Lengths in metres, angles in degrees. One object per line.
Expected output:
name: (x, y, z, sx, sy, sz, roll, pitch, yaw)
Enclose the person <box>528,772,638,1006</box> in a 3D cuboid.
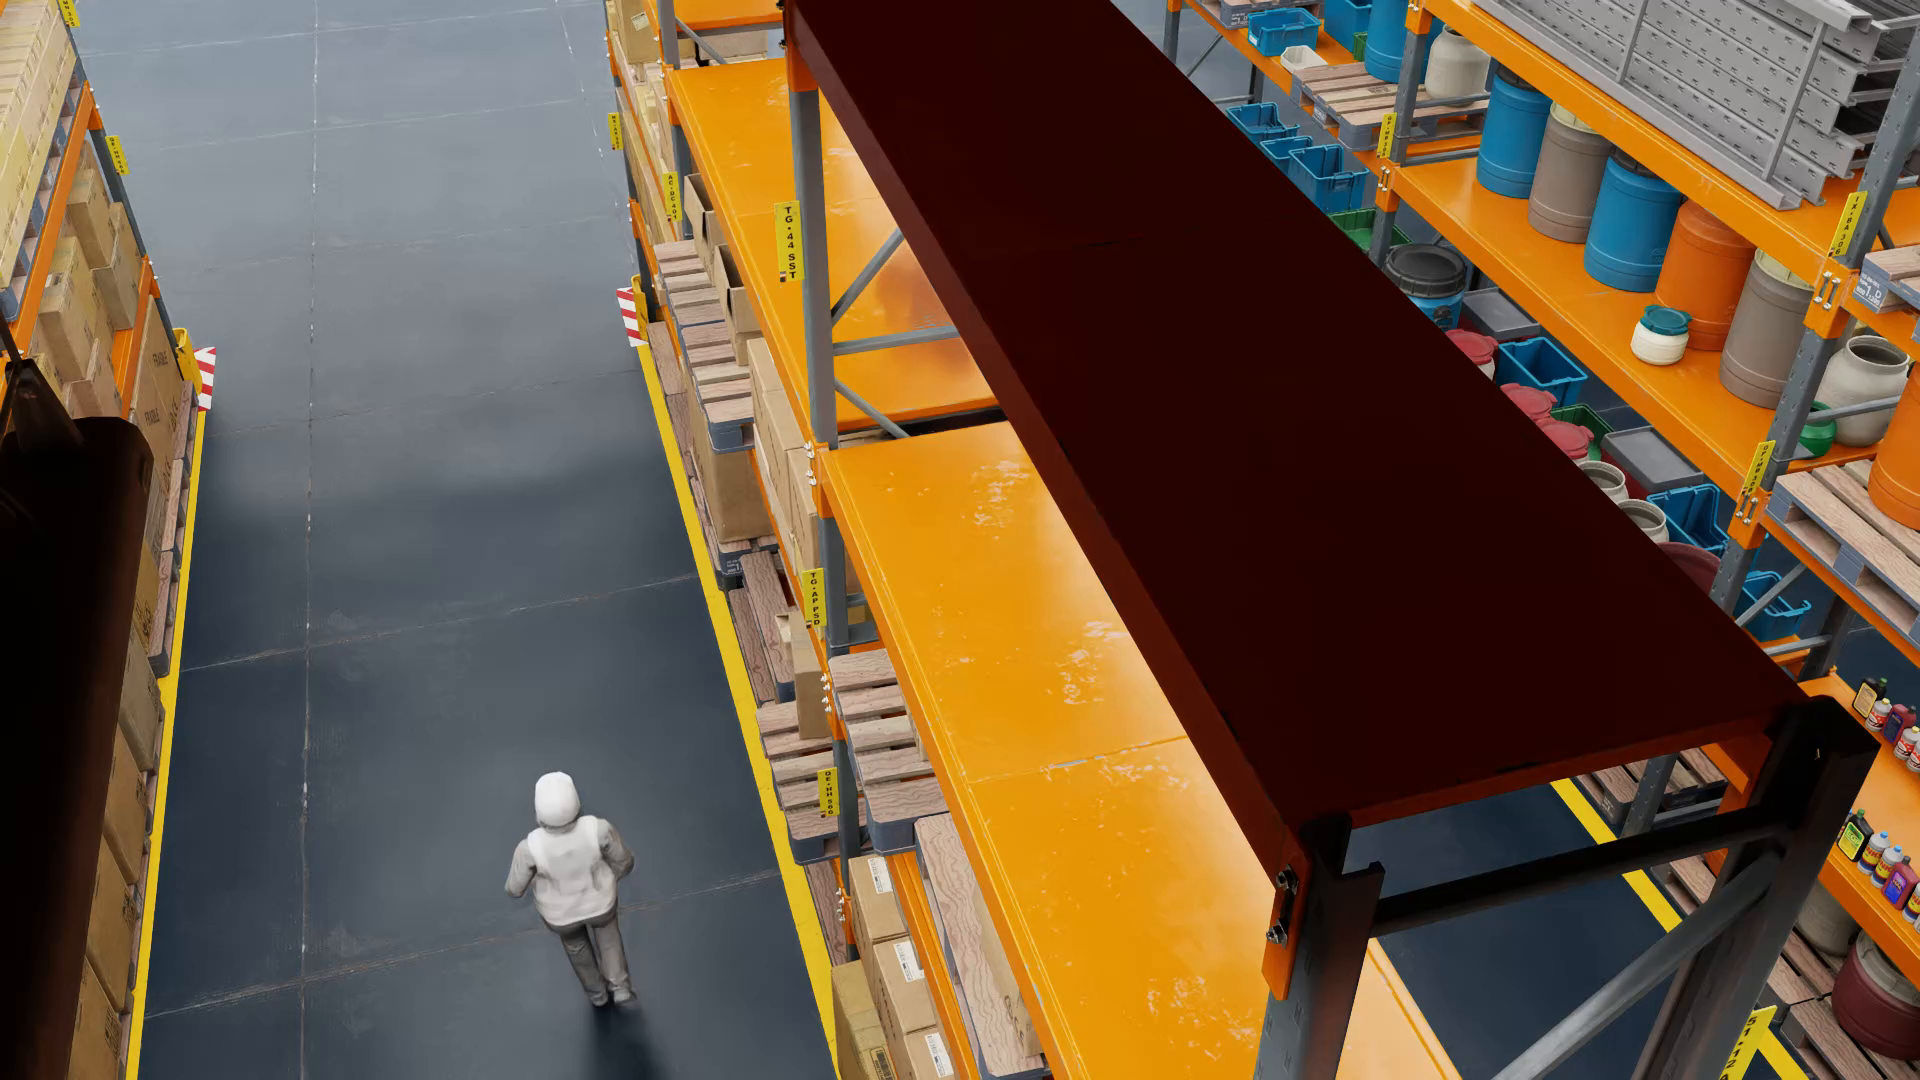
person: (-2.065, 1.951, 8.977, 0.581, 1.747, 0.579, -14, 41, -17)
